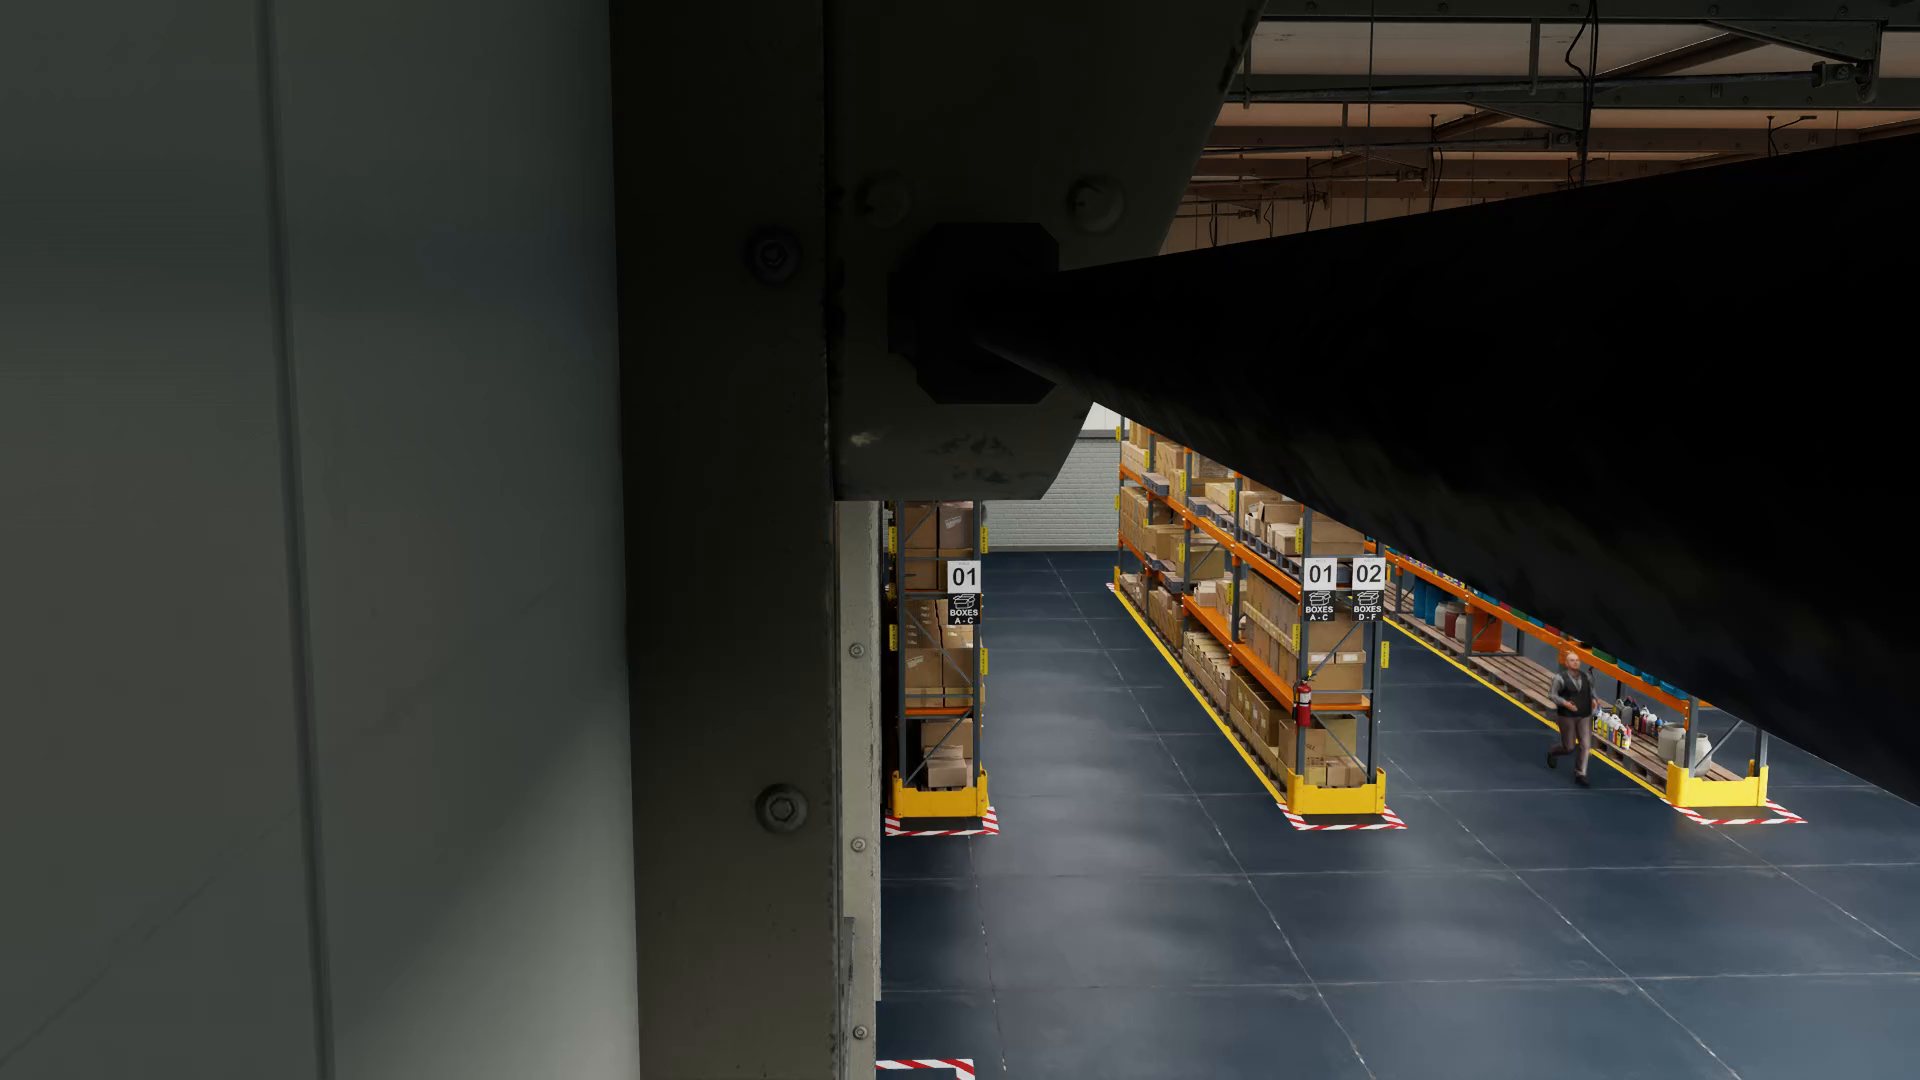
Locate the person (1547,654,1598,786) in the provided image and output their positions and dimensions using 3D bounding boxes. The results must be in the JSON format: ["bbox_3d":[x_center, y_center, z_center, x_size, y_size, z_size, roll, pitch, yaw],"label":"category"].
[{"bbox_3d":[8.158,2.355,21.998,0.676,1.664,0.855,0,8,-2],"label":"person"}]

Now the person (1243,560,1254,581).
[{"bbox_3d":[6.069,0.468,34.744,0.683,1.715,0.717,-2,9,-15],"label":"person"}]
